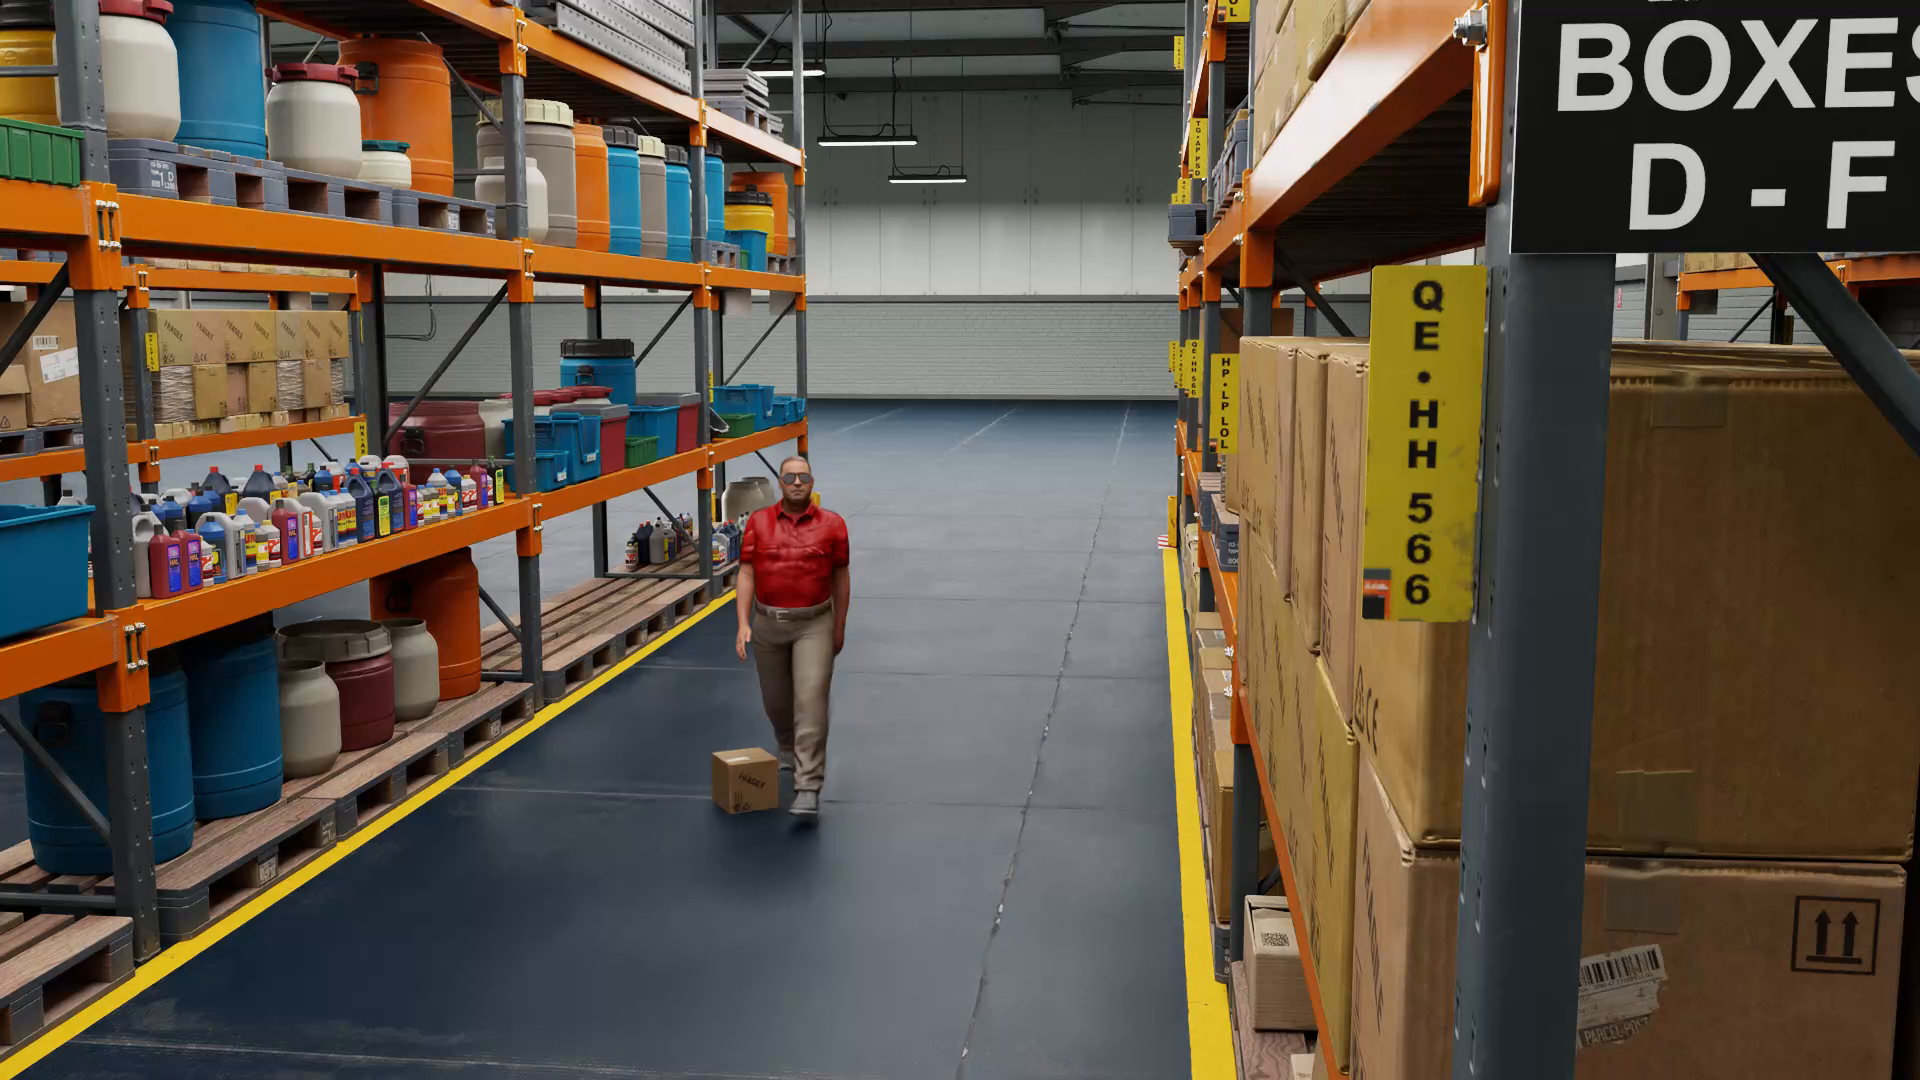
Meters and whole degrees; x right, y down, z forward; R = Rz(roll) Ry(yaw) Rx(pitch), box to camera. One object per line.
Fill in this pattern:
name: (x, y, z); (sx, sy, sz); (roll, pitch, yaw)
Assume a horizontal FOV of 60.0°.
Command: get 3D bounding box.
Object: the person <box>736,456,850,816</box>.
person: (-0.818, 0.430, 8.100); (0.531, 1.675, 1.043); (1, 8, 5)
